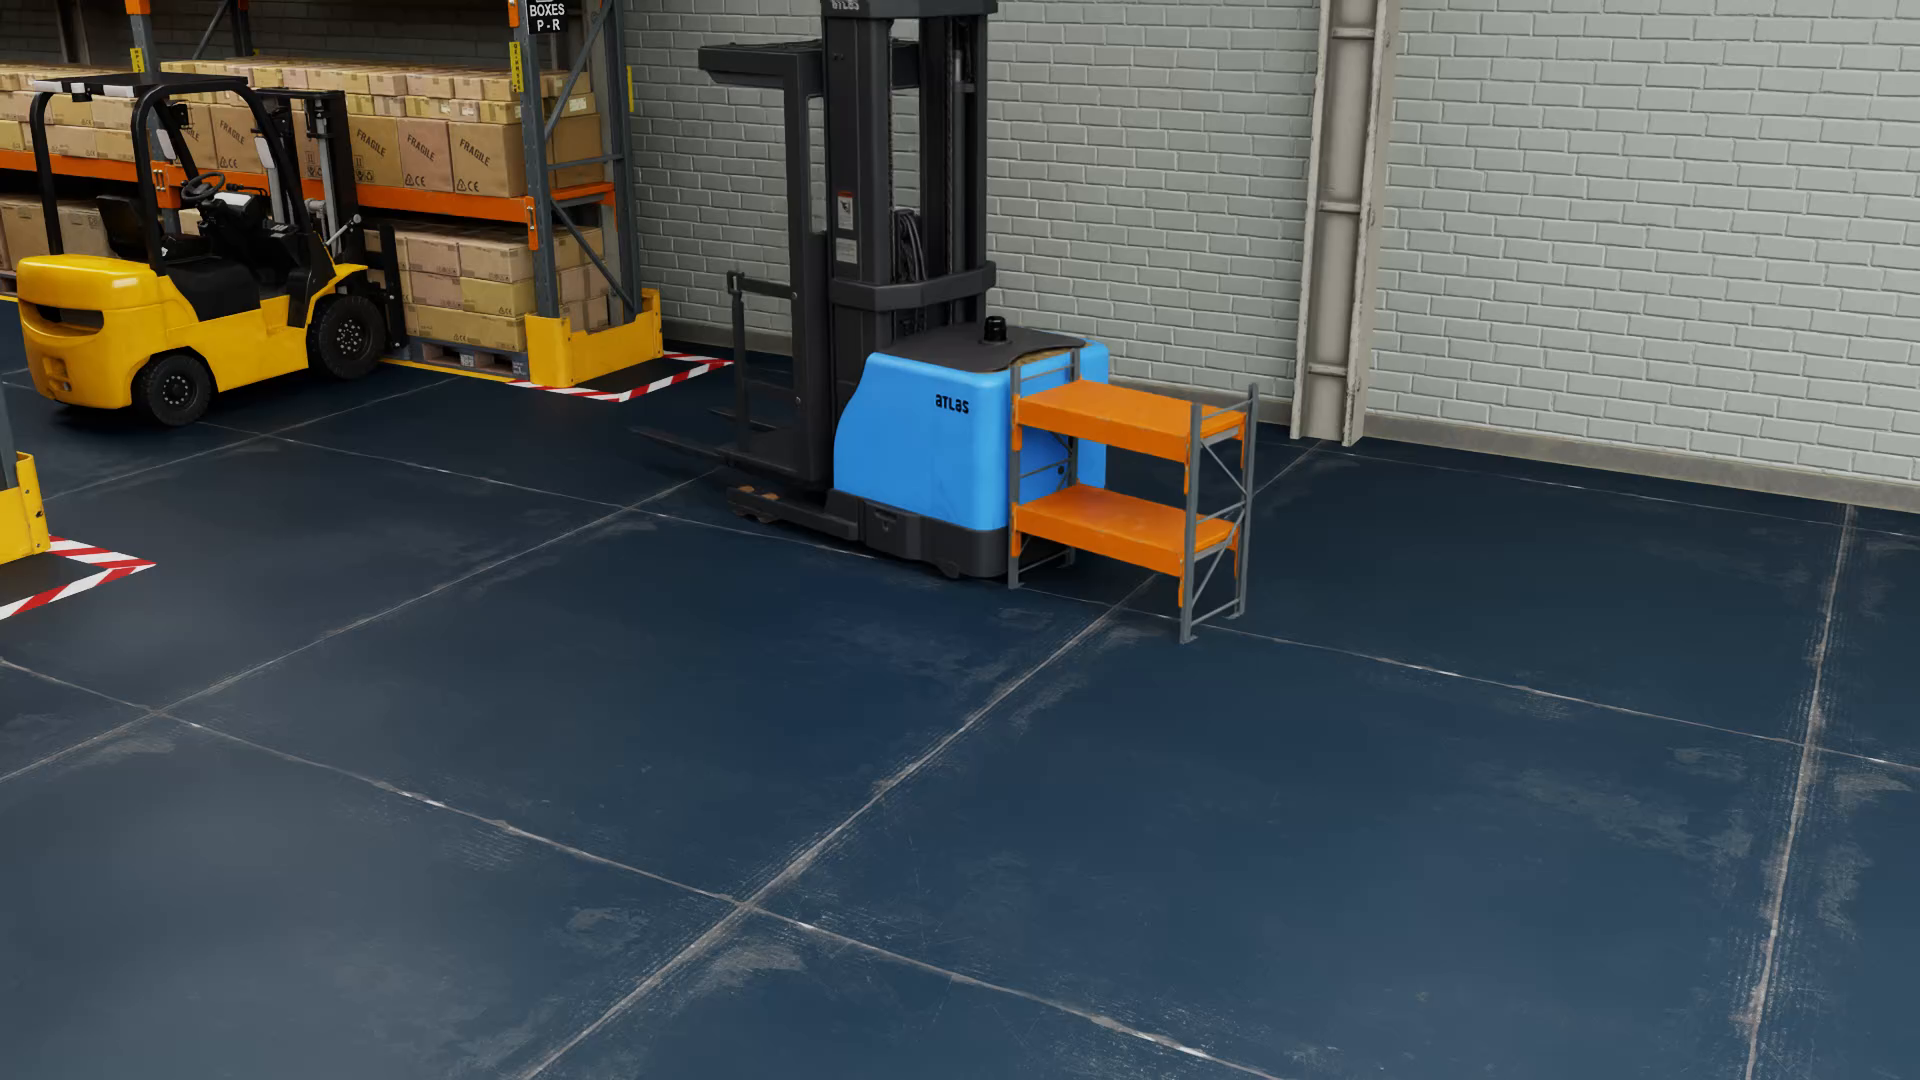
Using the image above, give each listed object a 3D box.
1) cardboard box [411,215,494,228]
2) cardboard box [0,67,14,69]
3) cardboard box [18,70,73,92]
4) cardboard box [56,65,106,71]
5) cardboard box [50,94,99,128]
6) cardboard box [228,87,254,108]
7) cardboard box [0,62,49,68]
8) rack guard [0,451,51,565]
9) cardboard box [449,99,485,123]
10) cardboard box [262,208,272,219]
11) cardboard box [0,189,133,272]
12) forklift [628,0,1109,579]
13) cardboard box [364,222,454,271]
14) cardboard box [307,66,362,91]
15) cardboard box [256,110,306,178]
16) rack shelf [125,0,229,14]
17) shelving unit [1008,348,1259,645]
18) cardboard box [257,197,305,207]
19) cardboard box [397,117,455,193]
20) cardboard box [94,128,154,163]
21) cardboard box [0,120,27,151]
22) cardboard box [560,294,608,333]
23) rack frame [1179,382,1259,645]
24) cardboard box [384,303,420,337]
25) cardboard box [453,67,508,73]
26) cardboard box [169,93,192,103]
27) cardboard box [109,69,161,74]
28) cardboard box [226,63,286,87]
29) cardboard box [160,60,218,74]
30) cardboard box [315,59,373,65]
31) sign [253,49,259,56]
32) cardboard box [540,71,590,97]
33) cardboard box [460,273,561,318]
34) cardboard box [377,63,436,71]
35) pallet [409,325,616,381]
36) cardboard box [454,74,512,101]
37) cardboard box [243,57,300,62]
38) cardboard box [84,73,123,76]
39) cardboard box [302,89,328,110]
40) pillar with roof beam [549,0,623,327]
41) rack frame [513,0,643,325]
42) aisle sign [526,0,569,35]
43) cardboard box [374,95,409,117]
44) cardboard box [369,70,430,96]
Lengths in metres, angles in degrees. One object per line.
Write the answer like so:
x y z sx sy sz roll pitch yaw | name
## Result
-3.906 -2.371 12.952 0.500 0.250 0.500 11 22 27 | cardboard box
-8.427 -4.021 14.454 0.250 0.149 0.380 11 23 28 | cardboard box
-7.737 -3.903 14.127 0.250 0.149 0.380 11 23 28 | cardboard box
-7.712 -4.098 14.666 0.250 0.149 0.380 11 23 28 | cardboard box
-7.207 -3.610 13.904 0.500 0.250 0.500 10 22 26 | cardboard box
-5.404 -3.436 12.841 0.250 0.149 0.380 11 23 28 | cardboard box
-8.393 -4.221 15.006 0.250 0.149 0.380 11 22 27 | cardboard box
-5.193 -0.050 8.271 0.348 0.500 1.175 11 23 27 | rack guard
-3.386 -3.051 11.779 0.250 0.149 0.380 11 23 28 | cardboard box
-5.490 -2.469 13.224 0.500 0.250 0.500 11 23 27 | cardboard box
-7.993 -2.777 14.987 0.625 0.625 0.875 10 22 25 | cardboard box
-0.658 -1.586 8.939 3.031 2.935 1.130 17 26 39 | forklift
-4.157 -2.214 12.519 0.500 0.250 0.500 11 23 28 | cardboard box
-4.678 -3.480 12.526 0.250 0.149 0.380 11 23 28 | cardboard box
-5.036 -3.086 12.828 0.500 0.500 0.500 11 22 27 | cardboard box
-7.947 -4.761 14.247 4.000 0.370 1.077 11 23 27 | rack shelf
0.794 -0.233 7.859 1.048 1.125 0.538 17 26 39 | shelving unit
-5.677 -2.707 13.879 0.500 0.250 0.500 11 23 28 | cardboard box
-3.715 -2.831 12.124 0.500 0.500 0.500 12 23 29 | cardboard box
-6.769 -3.292 13.761 0.500 0.250 0.500 11 23 29 | cardboard box
-8.083 -3.549 14.470 0.500 0.250 0.500 12 23 29 | cardboard box
-3.042 -1.736 12.668 0.500 0.250 0.500 11 23 28 | cardboard box
1.175 -0.118 7.542 0.032 1.125 0.500 17 26 39 | rack frame
-4.135 -1.751 12.711 0.500 0.250 0.500 11 23 28 | cardboard box
-3.556 -3.441 12.419 0.250 0.149 0.380 11 23 28 | cardboard box
-6.051 -3.577 13.229 0.250 0.149 0.380 10 22 26 | cardboard box
-7.063 -3.969 14.310 0.250 0.149 0.380 11 22 27 | cardboard box
-5.393 -3.577 12.793 0.250 0.149 0.380 11 23 28 | cardboard box
-6.067 -3.707 13.151 0.250 0.149 0.380 11 23 28 | cardboard box
-4.873 -3.719 13.184 0.250 0.149 0.380 10 22 26 | cardboard box
-5.932 -3.966 14.014 0.005 0.325 0.100 11 23 27 | sign
-2.898 -3.302 12.036 0.250 0.149 0.380 10 22 26 | cardboard box
-3.286 -1.819 12.164 0.500 0.250 0.500 10 22 27 | cardboard box
-4.234 -3.568 12.768 0.250 0.149 0.380 11 23 28 | cardboard box
-3.397 -1.495 12.677 1.213 0.211 1.003 11 23 27 | pallet
-3.355 -3.211 11.785 0.250 0.149 0.380 11 23 27 | cardboard box
-5.576 -3.831 13.493 0.250 0.149 0.380 10 22 26 | cardboard box
-7.030 -3.793 13.824 0.250 0.149 0.380 11 23 27 | cardboard box
-4.711 -3.314 12.504 0.250 0.149 0.380 10 22 26 | cardboard box
-4.977 -4.614 8.388 0.400 9.000 9.100 11 23 27 | pillar with roof beam
-2.709 -2.691 11.885 0.127 3.000 1.000 11 23 27 | rack frame
-2.795 -3.815 11.171 0.004 0.787 0.394 11 23 27 | aisle sign
-4.050 -3.187 12.155 0.250 0.149 0.380 10 22 26 | cardboard box
-4.059 -3.321 12.087 0.250 0.149 0.380 11 23 29 | cardboard box
